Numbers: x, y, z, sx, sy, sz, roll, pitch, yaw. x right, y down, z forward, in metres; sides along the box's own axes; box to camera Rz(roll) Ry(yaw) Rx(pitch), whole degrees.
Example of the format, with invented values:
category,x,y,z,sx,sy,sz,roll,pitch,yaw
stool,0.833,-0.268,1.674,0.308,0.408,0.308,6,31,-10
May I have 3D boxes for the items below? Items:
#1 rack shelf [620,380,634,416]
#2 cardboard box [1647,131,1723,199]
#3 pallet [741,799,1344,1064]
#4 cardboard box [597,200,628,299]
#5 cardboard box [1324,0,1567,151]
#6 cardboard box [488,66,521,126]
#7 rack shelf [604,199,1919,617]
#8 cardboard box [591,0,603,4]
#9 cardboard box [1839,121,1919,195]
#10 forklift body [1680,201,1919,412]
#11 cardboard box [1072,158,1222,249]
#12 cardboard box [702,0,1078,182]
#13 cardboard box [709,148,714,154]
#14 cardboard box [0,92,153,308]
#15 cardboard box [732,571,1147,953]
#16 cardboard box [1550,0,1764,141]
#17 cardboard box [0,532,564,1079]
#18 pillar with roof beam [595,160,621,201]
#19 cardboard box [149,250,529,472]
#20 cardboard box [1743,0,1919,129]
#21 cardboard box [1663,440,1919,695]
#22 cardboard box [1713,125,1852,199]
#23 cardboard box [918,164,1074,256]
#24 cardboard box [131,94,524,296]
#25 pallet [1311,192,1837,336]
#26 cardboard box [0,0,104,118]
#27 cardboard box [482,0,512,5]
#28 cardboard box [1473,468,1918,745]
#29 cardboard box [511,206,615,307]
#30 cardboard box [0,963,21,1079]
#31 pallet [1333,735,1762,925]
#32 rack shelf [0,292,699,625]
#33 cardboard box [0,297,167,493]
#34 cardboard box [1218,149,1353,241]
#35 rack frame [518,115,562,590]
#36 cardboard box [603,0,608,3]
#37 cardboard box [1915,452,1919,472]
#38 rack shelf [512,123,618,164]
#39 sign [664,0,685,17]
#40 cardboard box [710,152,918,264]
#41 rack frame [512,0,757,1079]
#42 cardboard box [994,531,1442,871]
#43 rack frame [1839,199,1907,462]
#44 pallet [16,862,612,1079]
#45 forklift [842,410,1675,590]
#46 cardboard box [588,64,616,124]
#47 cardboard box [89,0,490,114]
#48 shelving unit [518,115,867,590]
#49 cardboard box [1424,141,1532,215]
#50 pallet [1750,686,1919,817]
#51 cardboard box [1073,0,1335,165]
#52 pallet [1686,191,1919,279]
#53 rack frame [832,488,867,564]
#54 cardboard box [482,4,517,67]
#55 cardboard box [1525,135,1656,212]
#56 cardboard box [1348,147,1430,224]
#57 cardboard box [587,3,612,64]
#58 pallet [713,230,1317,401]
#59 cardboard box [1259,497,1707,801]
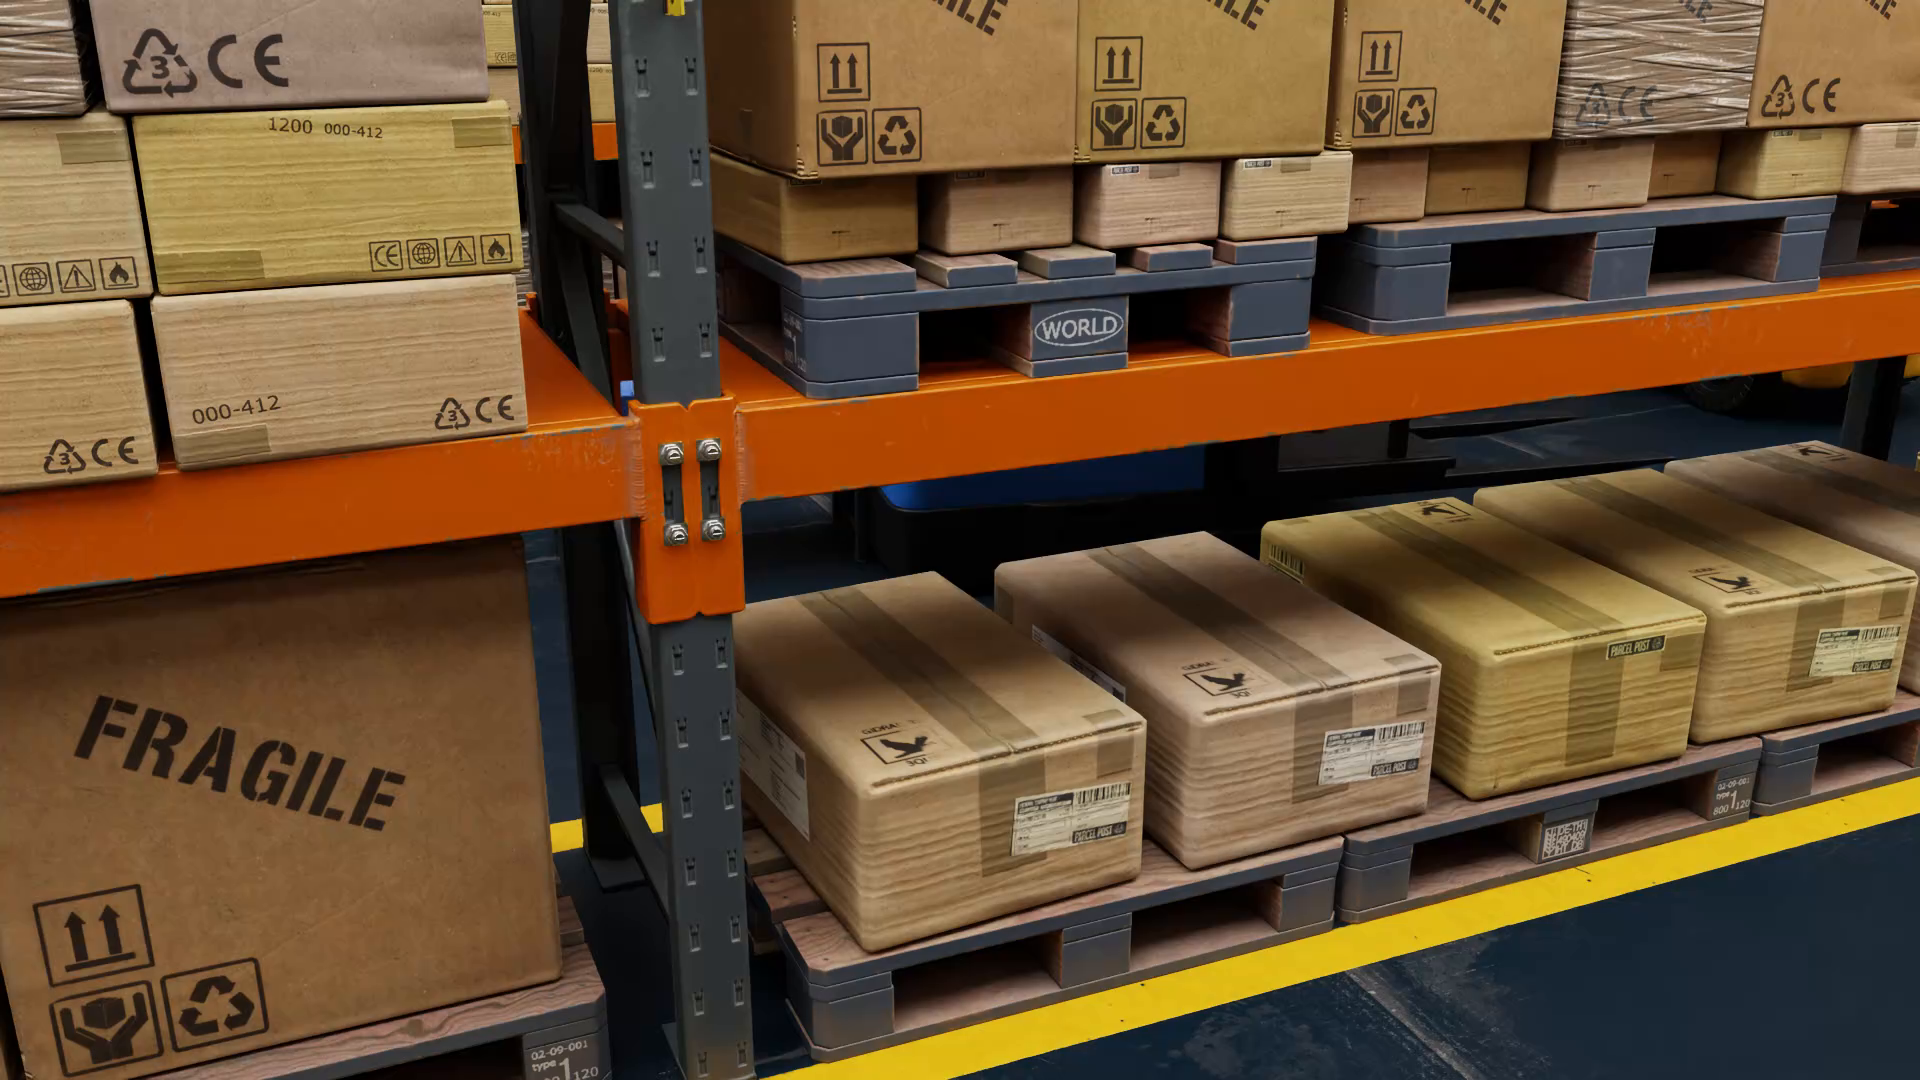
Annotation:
category,x,y,z,sx,sy,sz,roll,pitch,yaw
rack shelf,-0.894,-0.495,5.711,1.000,0.185,0.538,-5,20,-13
cardboard box,1.446,-0.861,3.696,0.250,0.149,0.380,-9,21,-24
pallet,0.080,0.673,3.793,1.213,0.211,1.003,-8,21,-22
cardboard box,-1.433,-1.297,8.134,0.625,0.625,0.875,-7,21,-20
cardboard box,0.827,-1.057,3.276,0.500,0.500,0.500,-8,21,-21
cardboard box,-2.104,-1.966,7.316,0.500,0.250,0.500,-8,21,-22
rack shelf,1.198,-0.464,3.906,4.000,0.370,1.077,-8,21,-22
cardboard box,-1.728,-2.436,7.295,0.250,0.149,0.380,-8,21,-20
cardboard box,1.967,-0.885,3.765,0.250,0.149,0.380,-8,21,-21
forklift body,3.719,-1.899,8.178,1.214,2.155,2.313,-8,21,-22
cardboard box,0.276,-0.655,3.110,0.250,0.149,0.380,-10,22,-25
cardboard box,-0.134,-0.914,2.871,0.500,0.500,0.500,-9,21,-23
cardboard box,-0.431,-0.734,3.337,0.250,0.149,0.380,-7,21,-20
cardboard box,-1.452,-0.495,2.385,0.500,0.250,0.500,-9,21,-23
cardboard box,-0.116,0.430,3.608,0.625,0.372,0.950,-10,22,-26
cardboard box,1.289,-1.120,3.456,0.500,0.500,0.500,-9,21,-24
cardboard box,-1.306,0.330,3.136,0.875,0.875,0.875,-8,21,-22
pillar with roof beam,-0.063,-4.016,3.880,0.400,9.000,9.100,-8,21,-22
cardboard box,-1.000,-0.324,2.650,0.500,0.250,0.500,-9,21,-24
cardboard box,1.770,-1.189,3.653,0.500,0.500,0.500,-7,21,-20
cardboard box,2.554,0.045,4.702,0.625,0.372,0.950,-8,21,-21
cardboard box,1.729,-0.864,3.706,0.250,0.149,0.380,-8,21,-22
cardboard box,0.006,-0.633,3.048,0.250,0.149,0.380,-10,22,-25
cardboard box,-0.983,-0.564,2.580,0.500,0.250,0.500,-8,21,-22
pallet,1.163,-0.722,3.846,1.213,0.211,1.003,-8,21,-22
cardboard box,-1.477,-0.841,2.238,0.500,0.500,0.500,-8,21,-21
cardboard box,-1.954,-2.394,7.177,0.250,0.149,0.380,-8,21,-21
cardboard box,1.895,0.141,4.431,0.625,0.372,0.950,-7,21,-19
cardboard box,-2.030,-1.209,7.883,0.625,0.625,0.875,-7,21,-20
cardboard box,-2.126,0.446,2.807,0.875,0.875,0.875,-8,21,-21
pallet,1.198,0.514,4.245,1.213,0.211,1.003,-8,21,-22
rack shelf,-2.475,0.062,2.411,4.000,0.370,1.077,-8,21,-22
cardboard box,-1.463,-0.252,2.446,0.500,0.250,0.500,-8,21,-21
cardboard box,0.537,-0.684,3.195,0.250,0.149,0.380,-8,21,-22
rack frame,-1.387,-0.623,5.533,0.032,1.500,0.500,-5,20,-13
cardboard box,-1.493,-2.474,7.404,0.250,0.149,0.380,-8,21,-21
cardboard box,3.471,-0.127,5.374,0.500,0.250,0.500,-7,21,-19
rack shelf,-0.772,-1.977,8.203,4.000,0.370,1.077,-8,21,-22
sign,-0.416,-0.917,2.367,0.005,0.325,0.100,-8,21,-22
cardboard box,-0.266,-0.606,2.972,0.250,0.149,0.380,-9,22,-25
rack frame,-0.639,-0.540,3.039,0.127,3.000,1.000,-8,21,-22
cardboard box,0.559,0.331,3.891,0.625,0.372,0.950,-9,21,-23
rack frame,3.034,-1.066,4.534,0.127,3.000,1.000,-8,21,-22
pallet,-1.392,0.856,3.273,1.213,0.211,1.003,-8,21,-22
forklift,1.130,-1.464,5.766,3.031,2.935,1.130,-5,20,-13
cardboard box,-1.640,-2.031,7.499,0.500,0.250,0.500,-9,21,-23
cardboard box,-1.010,-0.911,2.437,0.500,0.500,0.500,-9,21,-23
shelving unit,-0.894,-0.664,5.651,1.048,1.500,0.538,-5,20,-13
cardboard box,0.971,-0.789,3.492,0.250,0.149,0.380,-7,21,-20
pallet,2.320,0.352,4.705,1.213,0.211,1.003,-8,21,-22
cardboard box,0.342,-0.985,3.072,0.500,0.500,0.500,-7,21,-19
pallet,2.275,-0.920,4.406,1.213,0.211,1.003,-8,21,-22
rack frame,-0.401,-0.706,5.769,0.032,1.500,0.500,-5,20,-13
cardboard box,-2.094,-2.194,7.211,0.500,0.250,0.500,-8,21,-22
cardboard box,1.237,-0.803,3.533,0.250,0.149,0.380,-7,21,-20
cardboard box,0.727,-0.740,3.353,0.250,0.149,0.380,-7,21,-19
cardboard box,-1.644,-2.268,7.419,0.500,0.250,0.500,-7,21,-20
pallet,-0.026,-0.576,3.430,1.003,0.211,1.213,-8,21,-22
cardboard box,1.257,0.233,4.169,0.625,0.372,0.950,-7,21,-20
